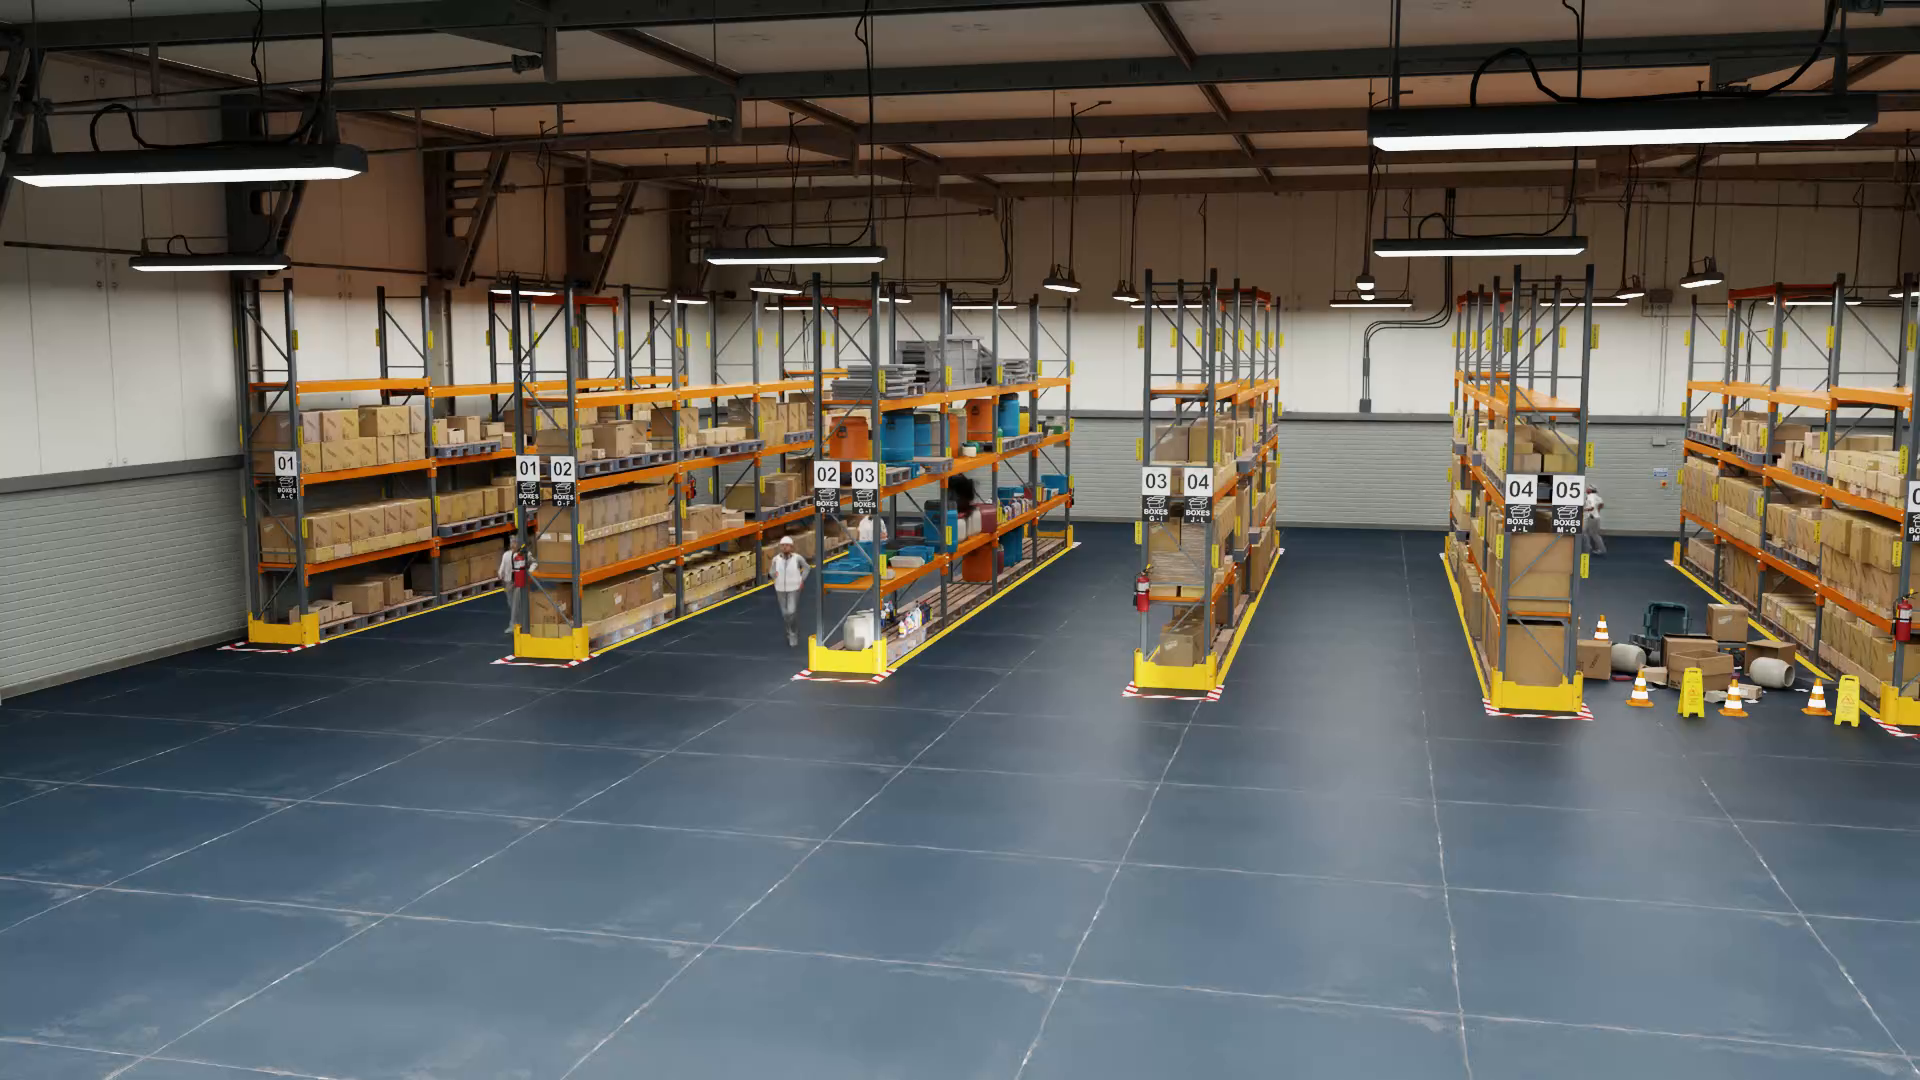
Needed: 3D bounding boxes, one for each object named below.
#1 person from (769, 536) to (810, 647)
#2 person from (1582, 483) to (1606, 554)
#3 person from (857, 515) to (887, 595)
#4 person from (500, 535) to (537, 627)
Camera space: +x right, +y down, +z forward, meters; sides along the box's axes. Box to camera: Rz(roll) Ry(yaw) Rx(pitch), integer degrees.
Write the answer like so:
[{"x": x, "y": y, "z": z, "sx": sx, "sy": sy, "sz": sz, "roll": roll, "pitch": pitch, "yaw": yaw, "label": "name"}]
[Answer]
[{"x": -2.836, "y": 0.850, "z": 27.429, "sx": 0.635, "sy": 1.821, "sz": 0.755, "roll": 1, "pitch": 7, "yaw": 11, "label": "person"}, {"x": 14.715, "y": -0.463, "z": 38.772, "sx": 0.706, "sy": 1.745, "sz": 0.546, "roll": 2, "pitch": 7, "yaw": 18, "label": "person"}, {"x": -1.705, "y": 0.180, "z": 31.126, "sx": 0.544, "sy": 1.673, "sz": 0.766, "roll": 1, "pitch": 7, "yaw": 11, "label": "person"}, {"x": -7.647, "y": 0.552, "z": 28.566, "sx": 0.618, "sy": 1.297, "sz": 0.537, "roll": 1, "pitch": 7, "yaw": 8, "label": "person"}]
